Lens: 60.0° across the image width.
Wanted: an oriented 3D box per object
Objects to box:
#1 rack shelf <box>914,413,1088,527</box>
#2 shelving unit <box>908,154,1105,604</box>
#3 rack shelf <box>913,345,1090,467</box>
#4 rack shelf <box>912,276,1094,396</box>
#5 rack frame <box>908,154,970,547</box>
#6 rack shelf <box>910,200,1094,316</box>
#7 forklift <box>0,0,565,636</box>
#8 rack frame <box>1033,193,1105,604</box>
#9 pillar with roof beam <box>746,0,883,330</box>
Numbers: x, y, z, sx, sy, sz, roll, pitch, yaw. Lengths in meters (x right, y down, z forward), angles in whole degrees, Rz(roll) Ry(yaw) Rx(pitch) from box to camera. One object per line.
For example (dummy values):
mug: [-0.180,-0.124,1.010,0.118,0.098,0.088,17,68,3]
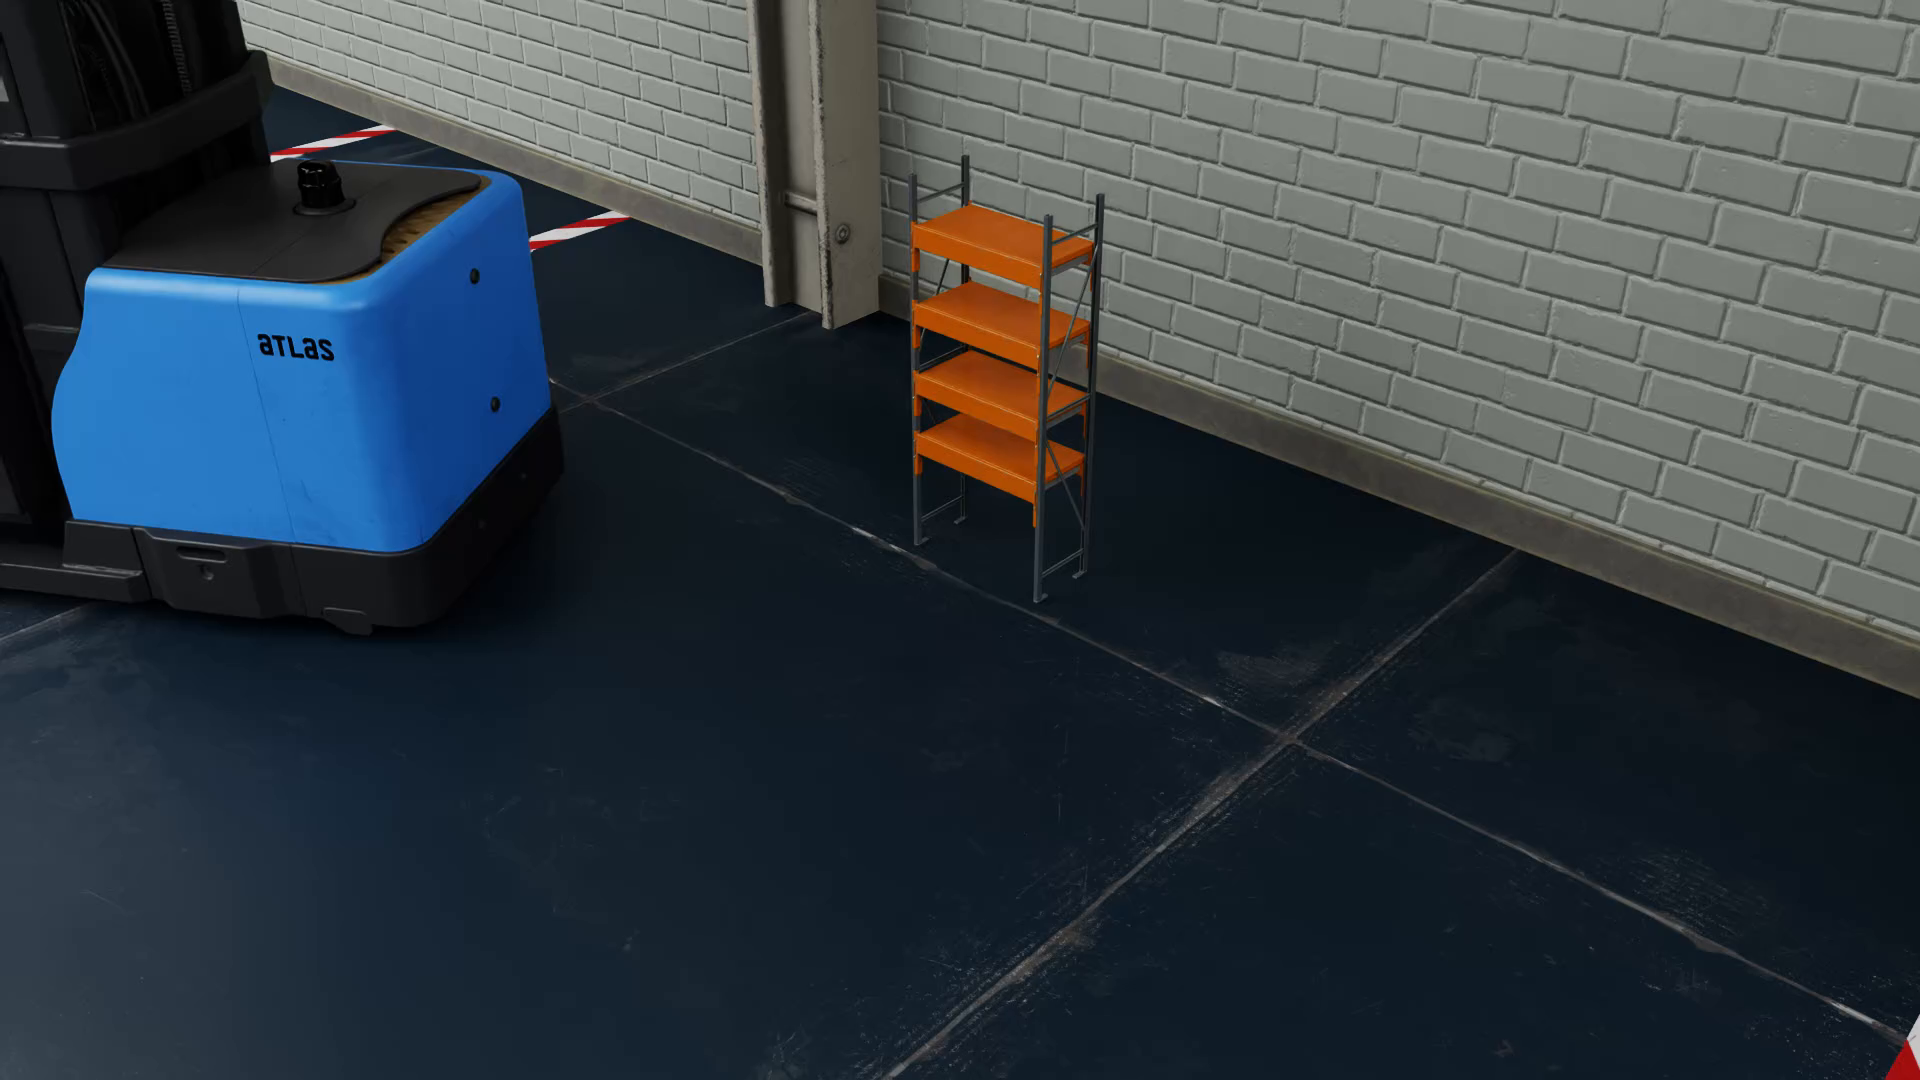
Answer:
rack shelf: [0.123,-0.229,4.982,0.480,0.148,0.258,25,39,35]
shelving unit: [0.123,-0.457,4.845,0.503,1.200,0.258,25,39,35]
rack shelf: [0.123,-0.399,4.880,0.480,0.148,0.258,25,39,35]
rack shelf: [0.123,-0.591,4.765,0.480,0.148,0.258,25,39,35]
rack frame: [-0.058,-0.541,4.986,0.015,1.200,0.240,25,39,35]
rack shelf: [0.123,-0.793,4.643,0.480,0.148,0.258,25,39,35]
forklift: [-2.874,-1.353,4.656,3.031,2.935,1.130,6,32,10]
rack frame: [0.304,-0.372,4.705,0.015,1.200,0.240,25,39,35]
pillar with roof beam: [-3.447,-3.175,1.800,0.400,9.000,9.100,25,39,35]
